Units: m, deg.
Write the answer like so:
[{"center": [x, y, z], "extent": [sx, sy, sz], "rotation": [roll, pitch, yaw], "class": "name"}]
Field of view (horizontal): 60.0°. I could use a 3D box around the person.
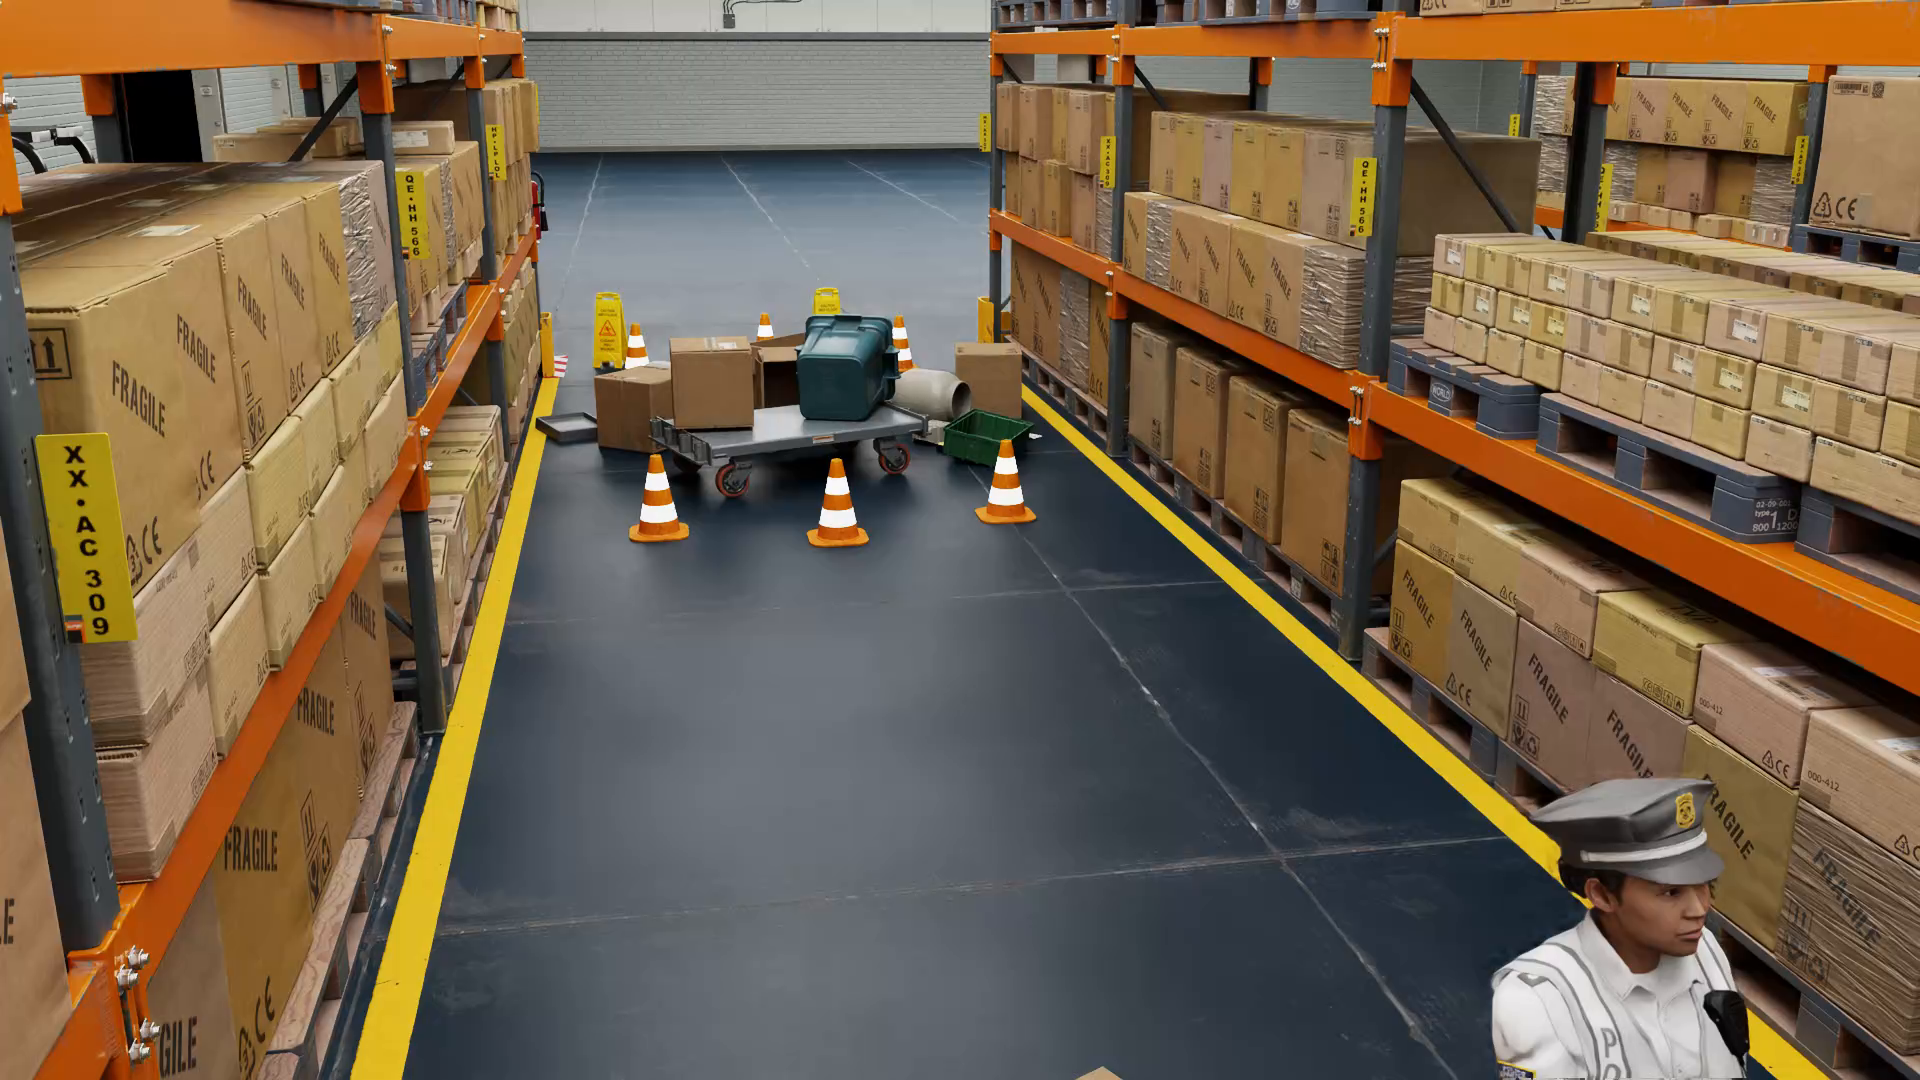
[{"center": [1.042, 1.138, 2.595], "extent": [0.475, 1.634, 1.005], "rotation": [-5, 17, -16], "class": "person"}]
